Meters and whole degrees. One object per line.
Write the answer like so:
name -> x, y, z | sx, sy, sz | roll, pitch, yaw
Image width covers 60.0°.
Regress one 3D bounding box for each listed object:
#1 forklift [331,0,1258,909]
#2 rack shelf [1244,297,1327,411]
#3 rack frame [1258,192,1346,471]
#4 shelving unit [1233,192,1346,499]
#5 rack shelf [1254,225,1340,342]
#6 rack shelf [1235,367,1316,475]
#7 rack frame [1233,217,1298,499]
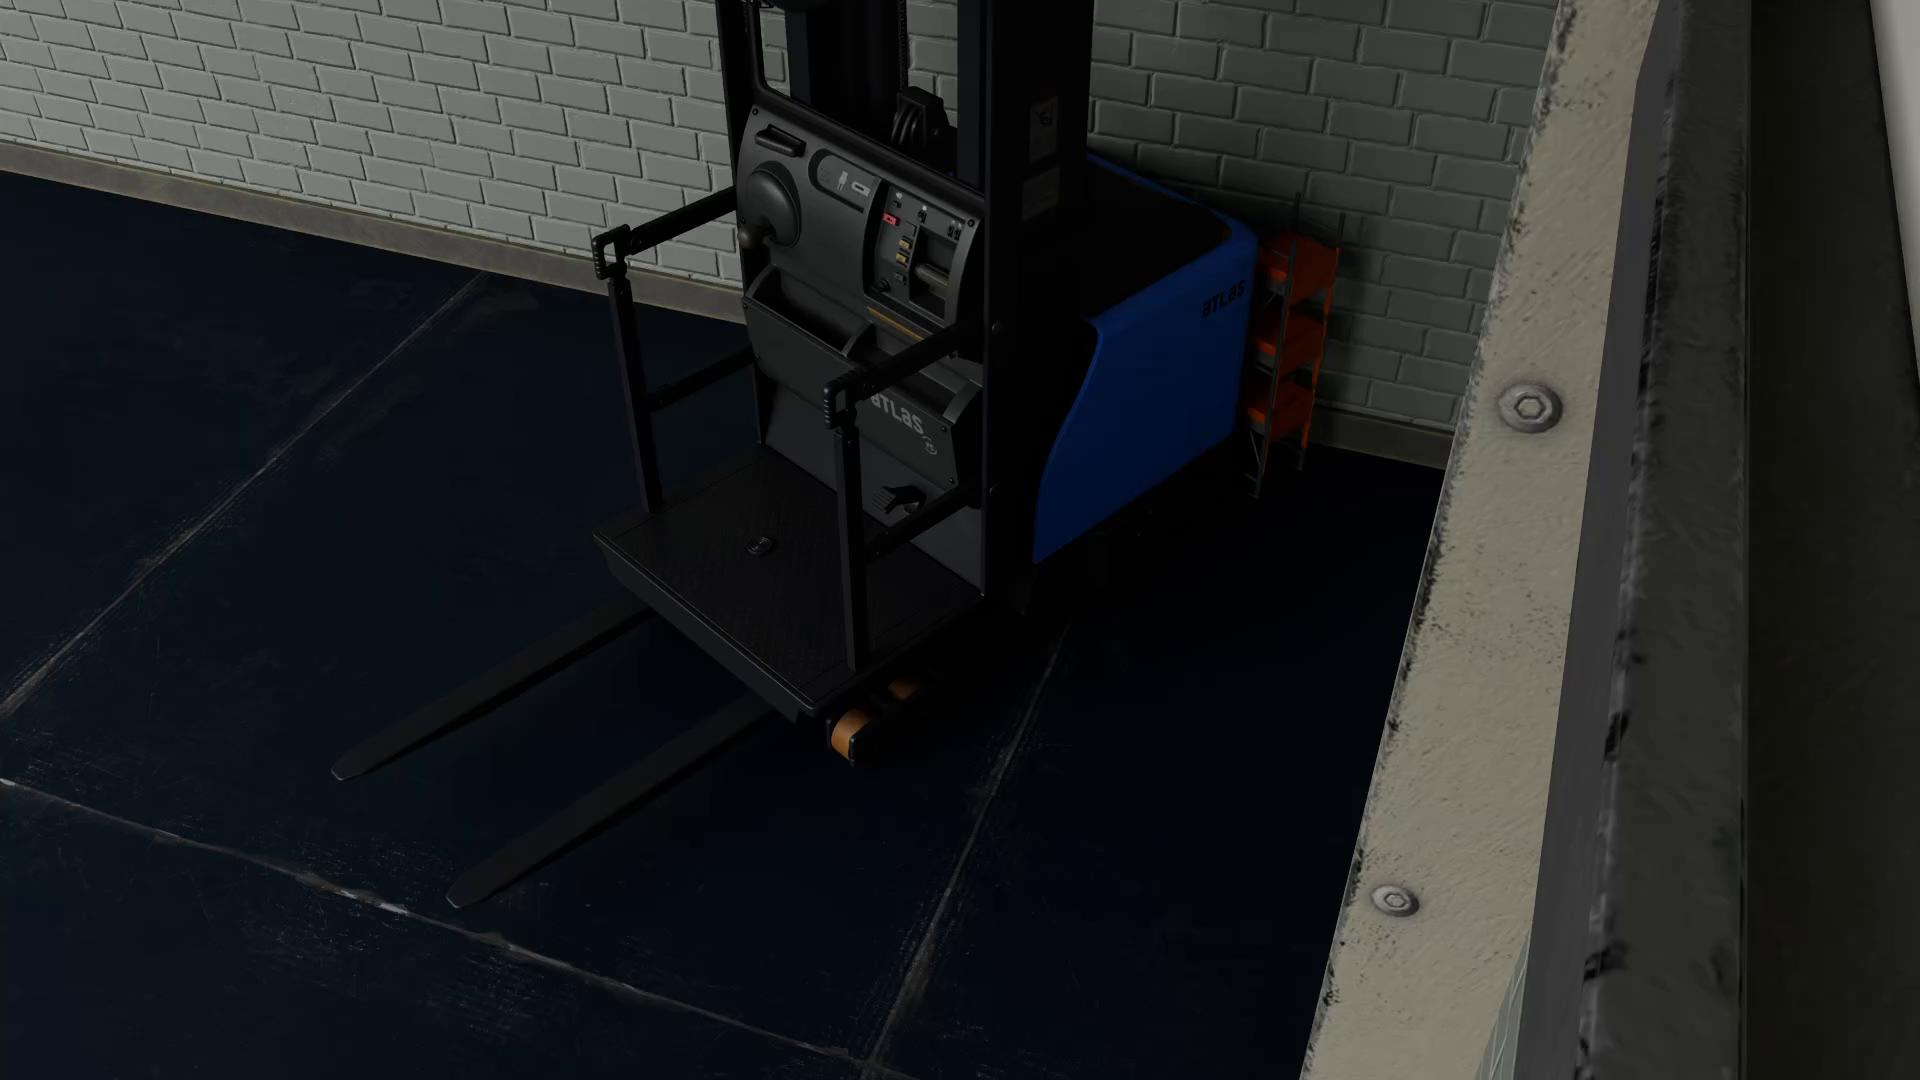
forklift -> -0.446, -0.833, 4.468 | 3.031, 2.935, 1.130 | -32, 50, -32
rack shelf -> 1.085, -0.638, 5.705 | 0.240, 0.259, 0.215 | -31, 49, -31
rack frame -> 1.175, -0.700, 5.761 | 0.008, 1.050, 0.200 | -31, 49, -31
shelving unit -> 1.085, -0.646, 5.698 | 0.252, 1.050, 0.215 | -31, 49, -31
rack shelf -> 1.085, -0.854, 5.521 | 0.240, 0.259, 0.215 | -31, 49, -31
rack shelf -> 1.085, -0.426, 5.885 | 0.240, 0.259, 0.215 | -31, 49, -31
rack frame -> 0.995, -0.592, 5.635 | 0.008, 1.050, 0.200 | -31, 49, -31
